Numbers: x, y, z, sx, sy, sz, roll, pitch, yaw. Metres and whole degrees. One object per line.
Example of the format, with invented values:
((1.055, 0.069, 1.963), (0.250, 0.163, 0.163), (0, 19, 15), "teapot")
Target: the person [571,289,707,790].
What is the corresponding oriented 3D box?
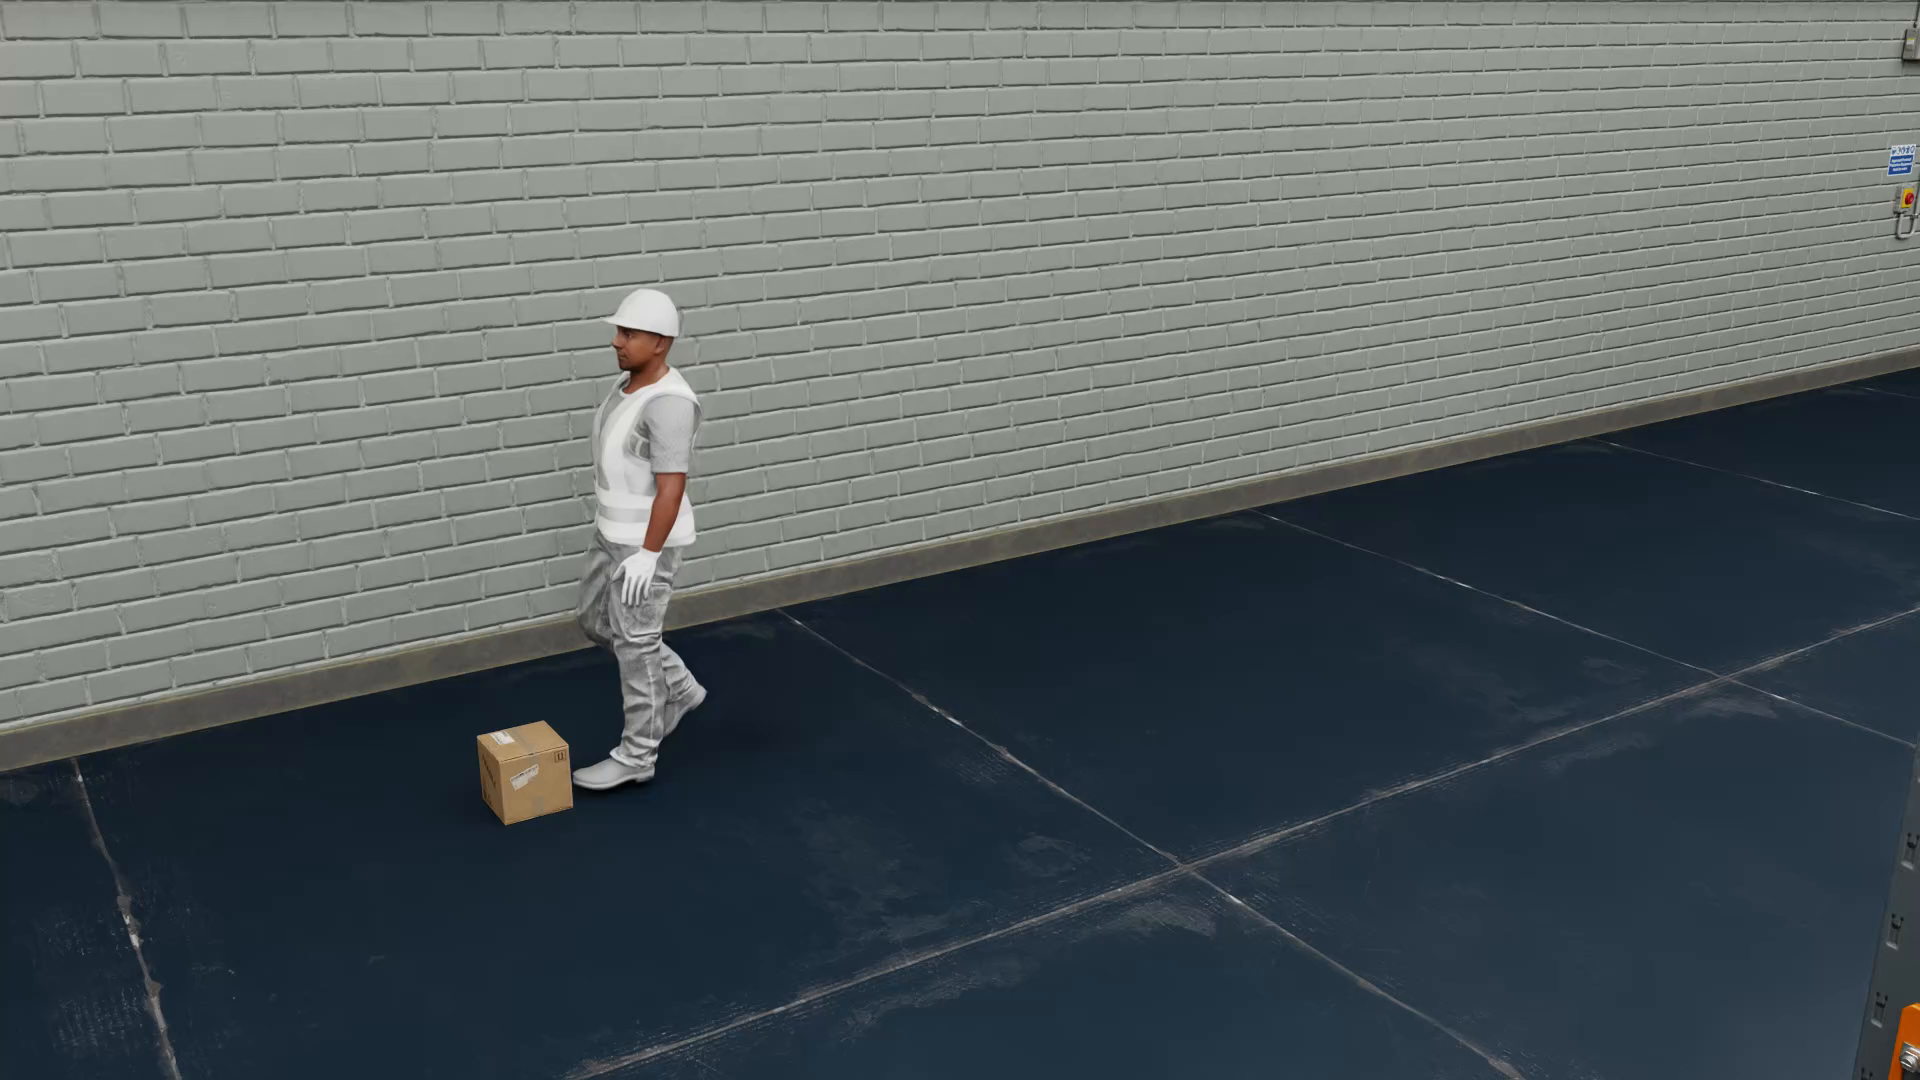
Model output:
((-1.181, -0.003, 5.937), (0.570, 1.782, 0.605), (-8, 19, -23), "person")
